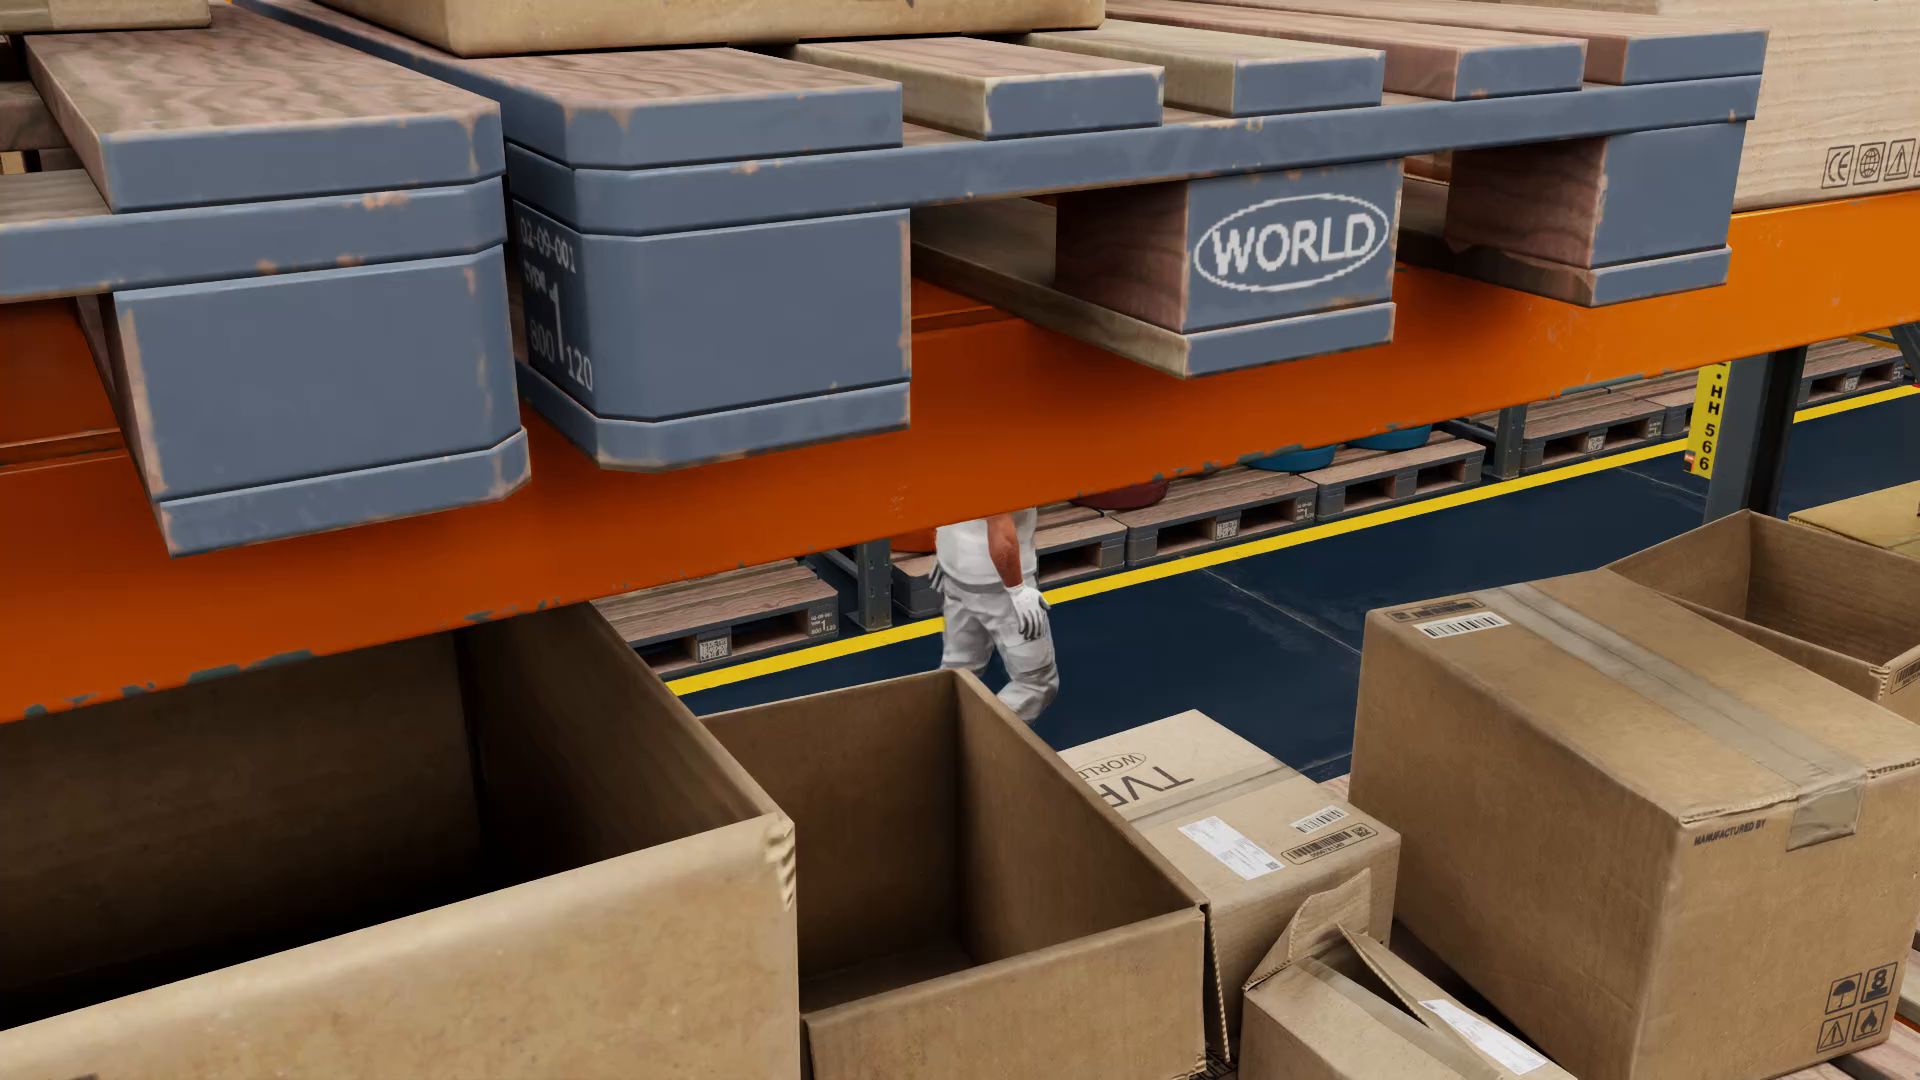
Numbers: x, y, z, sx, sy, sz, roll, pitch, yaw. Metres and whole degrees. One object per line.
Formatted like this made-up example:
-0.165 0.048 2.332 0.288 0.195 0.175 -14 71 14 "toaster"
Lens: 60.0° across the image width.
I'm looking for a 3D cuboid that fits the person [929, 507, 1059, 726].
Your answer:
0.077 0.123 5.695 0.436 1.772 0.672 -7 23 -18 "person"
